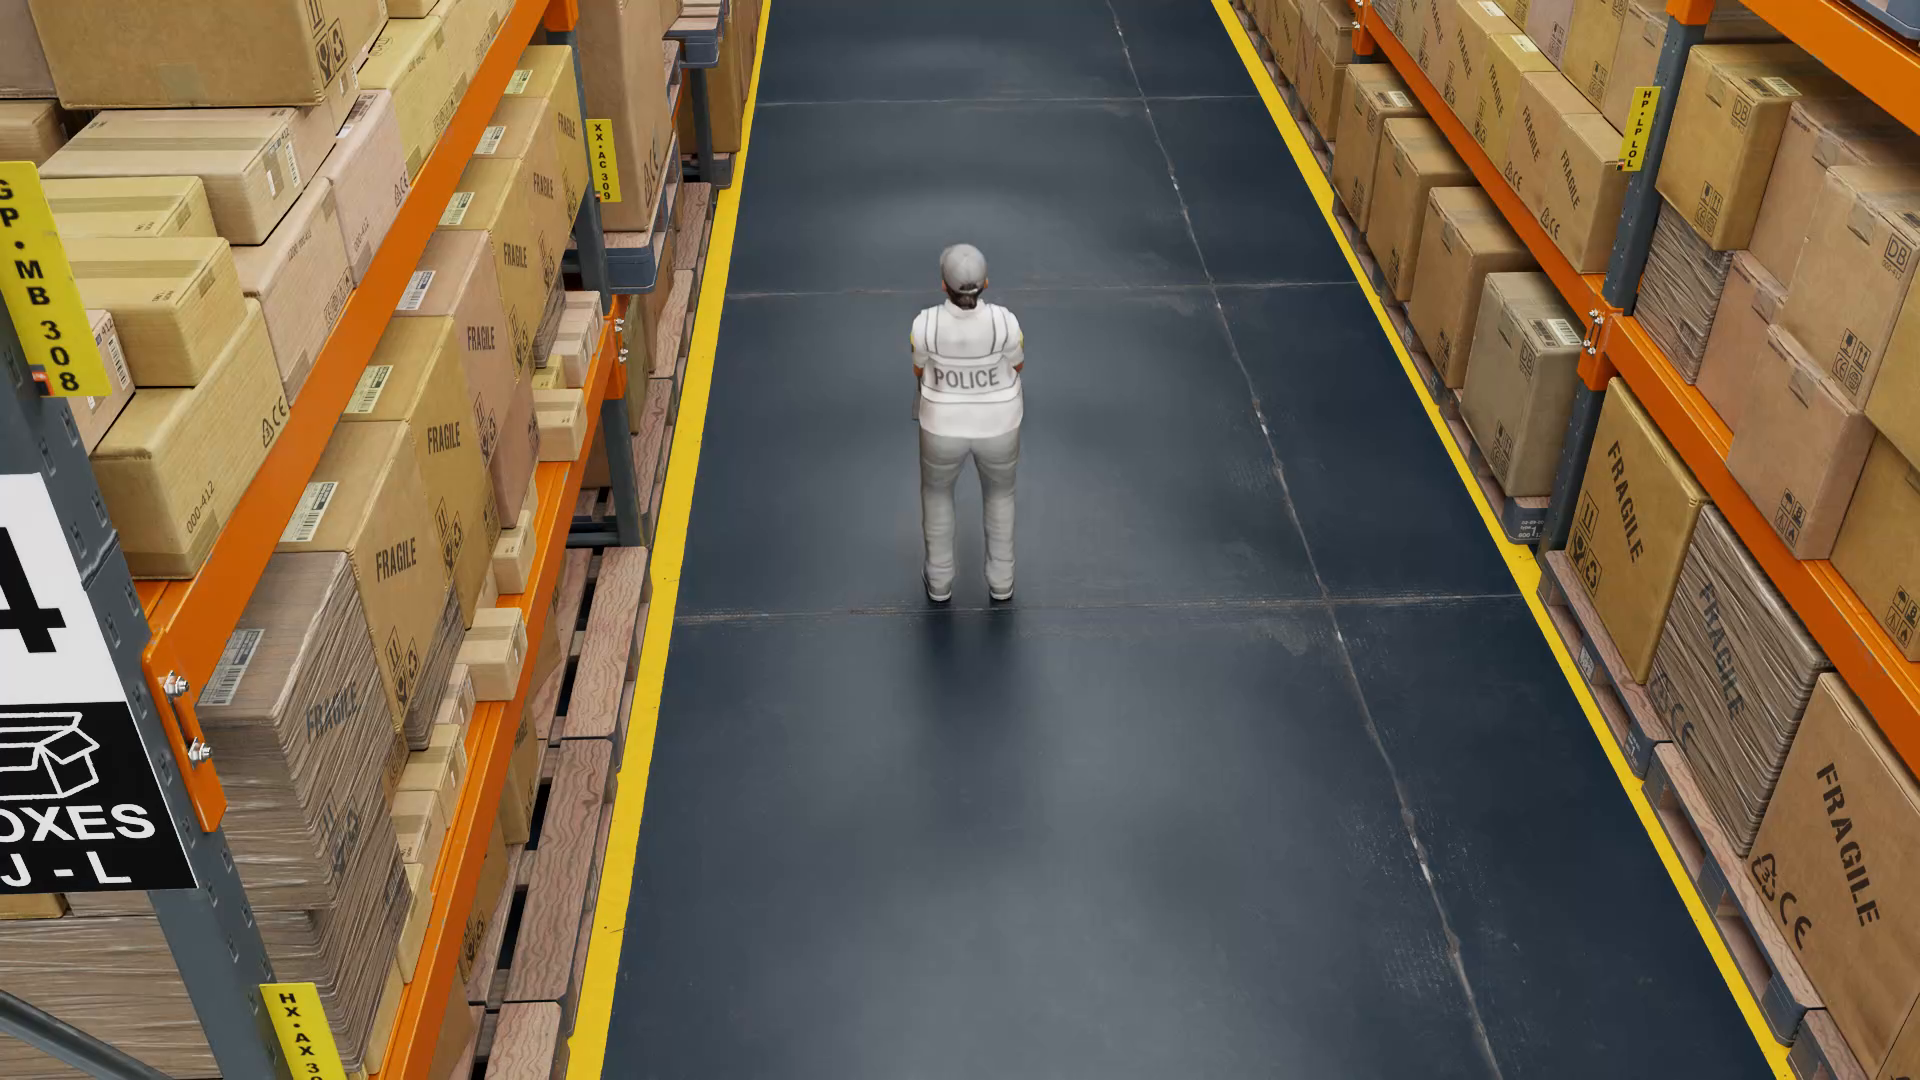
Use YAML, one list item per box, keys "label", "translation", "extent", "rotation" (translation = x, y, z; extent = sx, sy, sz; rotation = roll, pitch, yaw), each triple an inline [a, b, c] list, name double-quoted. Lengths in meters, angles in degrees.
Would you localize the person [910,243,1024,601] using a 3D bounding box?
- label: "person"
  translation: [0.028, -0.508, 6.866]
  extent: [0.452, 1.654, 0.535]
  rotation: [-1, 35, -1]
